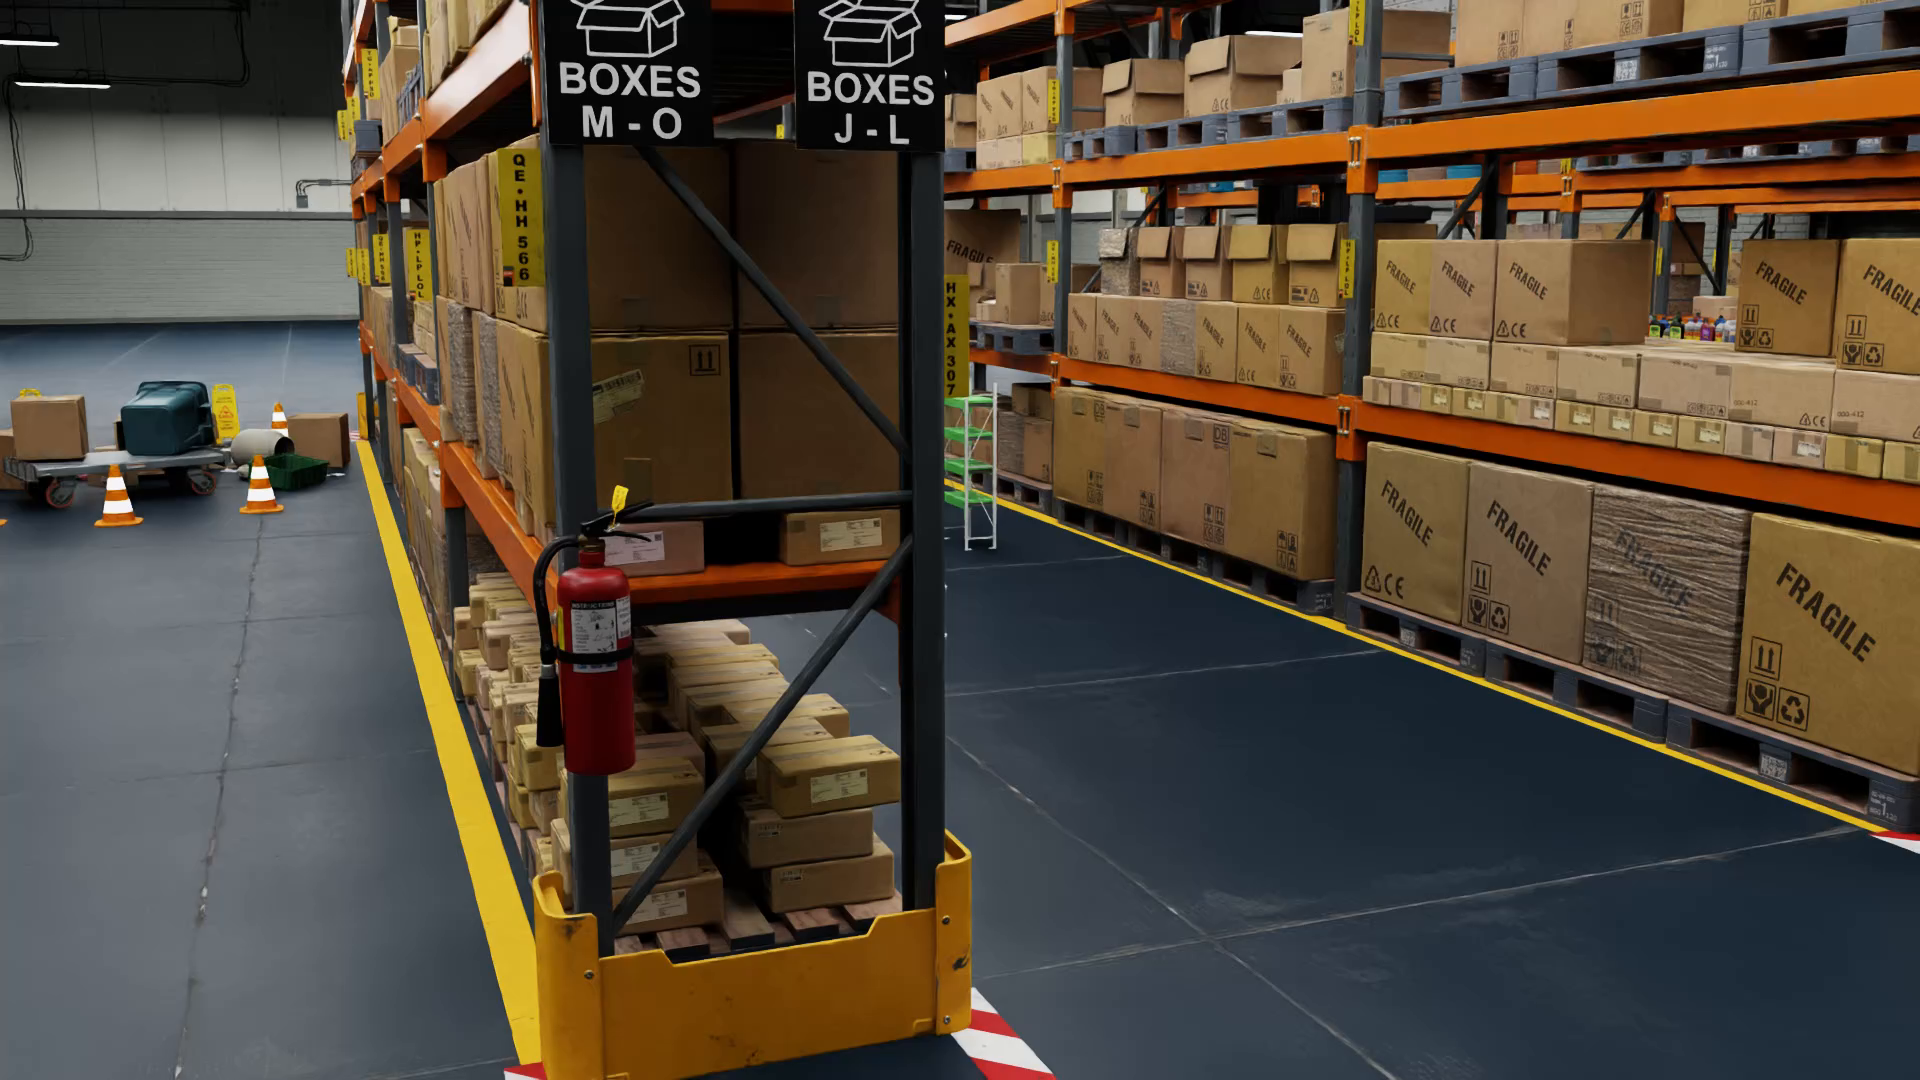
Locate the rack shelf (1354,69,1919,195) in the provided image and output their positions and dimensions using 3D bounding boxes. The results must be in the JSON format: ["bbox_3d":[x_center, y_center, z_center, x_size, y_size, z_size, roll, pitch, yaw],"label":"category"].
[{"bbox_3d":[3.407,-1.827,7.616,1.077,0.370,4.000,-4,11,-21],"label":"rack shelf"}]

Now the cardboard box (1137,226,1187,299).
[{"bbox_3d":[1.716,-2.000,11.949,0.797,0.503,0.637,-4,11,-20],"label":"cardboard box"}]

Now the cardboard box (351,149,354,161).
[{"bbox_3d":[-6.317,-4.142,17.806,0.380,0.149,0.250,-4,11,-21],"label":"cardboard box"}]

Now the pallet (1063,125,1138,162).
[{"bbox_3d":[1.515,-2.966,12.503,1.213,0.211,1.003,-3,11,-18],"label":"pallet"}]

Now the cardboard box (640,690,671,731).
[{"bbox_3d":[-1.010,0.659,6.245,0.380,0.149,0.250,-3,11,-18],"label":"cardboard box"}]

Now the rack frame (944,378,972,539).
[{"bbox_3d":[-0.028,-0.604,12.387,0.240,1.200,0.015,-4,11,-21],"label":"rack frame"}]

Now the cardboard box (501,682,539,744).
[{"bbox_3d":[-1.390,0.588,5.790,0.380,0.149,0.250,-3,11,-19],"label":"cardboard box"}]

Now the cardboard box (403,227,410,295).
[{"bbox_3d":[-3.765,-2.083,12.427,0.700,0.500,0.500,-4,11,-22],"label":"cardboard box"}]

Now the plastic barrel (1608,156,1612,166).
[{"bbox_3d":[6.022,-3.600,15.210,0.421,0.512,0.421,0,10,0],"label":"plastic barrel"}]

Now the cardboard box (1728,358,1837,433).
[{"bbox_3d":[3.525,-0.596,6.783,0.500,0.250,0.500,-4,11,-22],"label":"cardboard box"}]

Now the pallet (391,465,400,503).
[{"bbox_3d":[-4.527,-0.544,14.878,1.003,0.211,1.213,-4,11,-21],"label":"pallet"}]

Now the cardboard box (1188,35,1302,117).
[{"bbox_3d":[1.992,-3.086,11.146,0.797,0.503,0.637,-4,11,-22],"label":"cardboard box"}]

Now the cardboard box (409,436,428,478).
[{"bbox_3d":[-3.219,-0.520,10.576,0.500,0.250,0.500,-4,11,-22],"label":"cardboard box"}]

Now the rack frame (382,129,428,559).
[{"bbox_3d":[-3.427,-1.386,11.644,1.000,3.000,0.127,-4,11,-21],"label":"rack frame"}]

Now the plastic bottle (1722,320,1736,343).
[{"bbox_3d":[6.207,-1.620,13.314,0.152,0.276,0.135,-4,11,-21],"label":"plastic bottle"}]

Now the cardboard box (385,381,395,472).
[{"bbox_3d":[-4.568,-1.042,14.937,1.050,0.750,0.750,-4,11,-21],"label":"cardboard box"}]

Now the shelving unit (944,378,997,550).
[{"bbox_3d":[0.060,-0.564,12.163,0.258,1.200,0.503,-4,11,-21],"label":"shelving unit"}]

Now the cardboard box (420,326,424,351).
[{"bbox_3d":[-3.258,-1.295,10.653,0.380,0.149,0.250,-3,11,-18],"label":"cardboard box"}]

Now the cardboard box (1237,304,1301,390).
[{"bbox_3d":[2.085,-1.220,10.430,0.500,0.500,0.500,-4,11,-19],"label":"cardboard box"}]

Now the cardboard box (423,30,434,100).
[{"bbox_3d":[-2.056,-2.043,7.205,0.500,0.250,0.500,-3,11,-18],"label":"cardboard box"}]

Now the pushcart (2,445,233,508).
[{"bbox_3d":[-7.347,-0.570,14.545,1.648,0.377,0.936,-9,13,-40],"label":"pushcart"}]

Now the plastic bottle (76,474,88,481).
[{"bbox_3d":[-8.173,-0.591,15.566,0.133,0.061,0.283,-2,10,-11],"label":"plastic bottle"}]

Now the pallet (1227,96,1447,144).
[{"bbox_3d":[2.304,-2.560,10.228,0.805,0.209,1.217,-4,11,-23],"label":"pallet"}]

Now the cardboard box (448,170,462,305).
[{"bbox_3d":[-1.685,-1.164,6.407,0.500,0.500,0.500,-4,11,-20],"label":"cardboard box"}]

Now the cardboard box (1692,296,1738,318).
[{"bbox_3d":[9.236,-2.813,20.099,0.500,0.250,0.500,-3,11,-17],"label":"cardboard box"}]

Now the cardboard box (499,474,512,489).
[{"bbox_3d":[-1.517,-0.289,6.198,0.380,0.149,0.250,-3,11,-19],"label":"cardboard box"}]

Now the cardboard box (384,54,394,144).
[{"bbox_3d":[-3.280,-2.720,10.297,0.500,0.500,0.500,-4,11,-21],"label":"cardboard box"}]

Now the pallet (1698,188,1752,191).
[{"bbox_3d":[9.349,-4.204,19.472,0.805,0.209,1.217,-4,11,-23],"label":"pallet"}]

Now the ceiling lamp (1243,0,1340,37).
[{"bbox_3d":[5.911,-10.606,29.684,2.000,3.185,0.800,-4,11,-21],"label":"ceiling lamp"}]

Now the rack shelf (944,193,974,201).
[{"bbox_3d":[-0.942,-3.786,18.627,1.077,0.370,4.000,-4,11,-21],"label":"rack shelf"}]

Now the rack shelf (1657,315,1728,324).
[{"bbox_3d":[9.742,-2.284,18.750,1.077,0.370,4.000,-4,11,-21],"label":"rack shelf"}]

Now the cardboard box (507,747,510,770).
[{"bbox_3d":[-1.449,0.837,6.089,0.380,0.149,0.250,-4,11,-20],"label":"cardboard box"}]

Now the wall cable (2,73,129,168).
[{"bbox_3d":[-24.301,-11.419,45.365,3.097,2.526,0.112,-4,11,-21],"label":"wall cable"}]

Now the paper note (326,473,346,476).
[{"bbox_3d":[-5.964,-0.629,15.868,0.142,0.020,0.147,5,11,28],"label":"paper note"}]

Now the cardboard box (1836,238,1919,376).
[{"bbox_3d":[3.710,-0.883,6.255,0.500,0.500,0.500,-4,11,-20],"label":"cardboard box"}]

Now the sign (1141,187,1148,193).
[{"bbox_3d":[2.435,-4.751,21.973,0.100,0.325,0.005,-4,11,-21],"label":"sign"}]

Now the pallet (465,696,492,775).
[{"bbox_3d":[-1.701,0.748,7.614,1.003,0.211,1.213,-4,11,-21],"label":"pallet"}]

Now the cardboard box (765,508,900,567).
[{"bbox_3d":[-0.340,-0.030,4.739,0.380,0.149,0.250,-4,11,-21],"label":"cardboard box"}]

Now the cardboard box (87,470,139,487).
[{"bbox_3d":[-7.748,-0.631,15.209,0.396,0.266,0.258,5,11,28],"label":"cardboard box"}]

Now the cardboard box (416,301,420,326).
[{"bbox_3d":[-3.339,-1.479,10.840,0.380,0.149,0.250,-3,11,-18],"label":"cardboard box"}]

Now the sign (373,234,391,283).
[{"bbox_3d":[-3.943,-1.920,11.342,0.100,0.325,0.005,-4,11,-21],"label":"sign"}]

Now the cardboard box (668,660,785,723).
[{"bbox_3d":[-0.844,0.549,6.009,0.380,0.149,0.250,-3,11,-19],"label":"cardboard box"}]

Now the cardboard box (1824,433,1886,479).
[{"bbox_3d":[3.600,-0.334,6.449,0.380,0.149,0.250,-4,11,-20],"label":"cardboard box"}]

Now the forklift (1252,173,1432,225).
[{"bbox_3d":[3.381,-1.880,14.622,3.031,2.935,1.130,-7,12,-36],"label":"forklift"}]

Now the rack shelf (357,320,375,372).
[{"bbox_3d":[-5.601,-2.011,17.213,1.077,0.370,4.000,-4,11,-21],"label":"rack shelf"}]

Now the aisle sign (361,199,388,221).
[{"bbox_3d":[-6.632,-3.964,18.716,0.394,0.787,0.004,-4,11,-21],"label":"aisle sign"}]

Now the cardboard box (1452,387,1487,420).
[{"bbox_3d":[2.767,-0.709,8.559,0.380,0.149,0.250,-4,11,-22],"label":"cardboard box"}]

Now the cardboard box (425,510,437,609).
[{"bbox_3d":[-2.666,0.103,9.216,0.500,0.500,0.500,-4,11,-22],"label":"cardboard box"}]

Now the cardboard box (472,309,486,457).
[{"bbox_3d":[-1.476,-0.581,5.986,0.500,0.500,0.500,-3,11,-18],"label":"cardboard box"}]

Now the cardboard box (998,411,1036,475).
[{"bbox_3d":[0.758,-0.868,14.613,0.700,0.500,0.500,-5,11,-26],"label":"cardboard box"}]

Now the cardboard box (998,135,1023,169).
[{"bbox_3d":[0.639,-3.229,13.871,0.500,0.250,0.500,-4,11,-21],"label":"cardboard box"}]

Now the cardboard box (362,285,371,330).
[{"bbox_3d":[-5.844,-2.520,17.592,0.875,0.550,0.550,-4,11,-21],"label":"cardboard box"}]

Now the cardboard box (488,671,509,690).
[{"bbox_3d":[-1.642,0.606,6.539,0.380,0.149,0.250,-4,11,-21],"label":"cardboard box"}]

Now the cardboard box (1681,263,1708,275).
[{"bbox_3d":[9.100,-3.390,20.773,0.380,0.149,0.250,-4,11,-21],"label":"cardboard box"}]

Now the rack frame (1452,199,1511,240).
[{"bbox_3d":[7.568,-3.618,24.193,1.000,3.000,0.127,-4,11,-21],"label":"rack frame"}]
